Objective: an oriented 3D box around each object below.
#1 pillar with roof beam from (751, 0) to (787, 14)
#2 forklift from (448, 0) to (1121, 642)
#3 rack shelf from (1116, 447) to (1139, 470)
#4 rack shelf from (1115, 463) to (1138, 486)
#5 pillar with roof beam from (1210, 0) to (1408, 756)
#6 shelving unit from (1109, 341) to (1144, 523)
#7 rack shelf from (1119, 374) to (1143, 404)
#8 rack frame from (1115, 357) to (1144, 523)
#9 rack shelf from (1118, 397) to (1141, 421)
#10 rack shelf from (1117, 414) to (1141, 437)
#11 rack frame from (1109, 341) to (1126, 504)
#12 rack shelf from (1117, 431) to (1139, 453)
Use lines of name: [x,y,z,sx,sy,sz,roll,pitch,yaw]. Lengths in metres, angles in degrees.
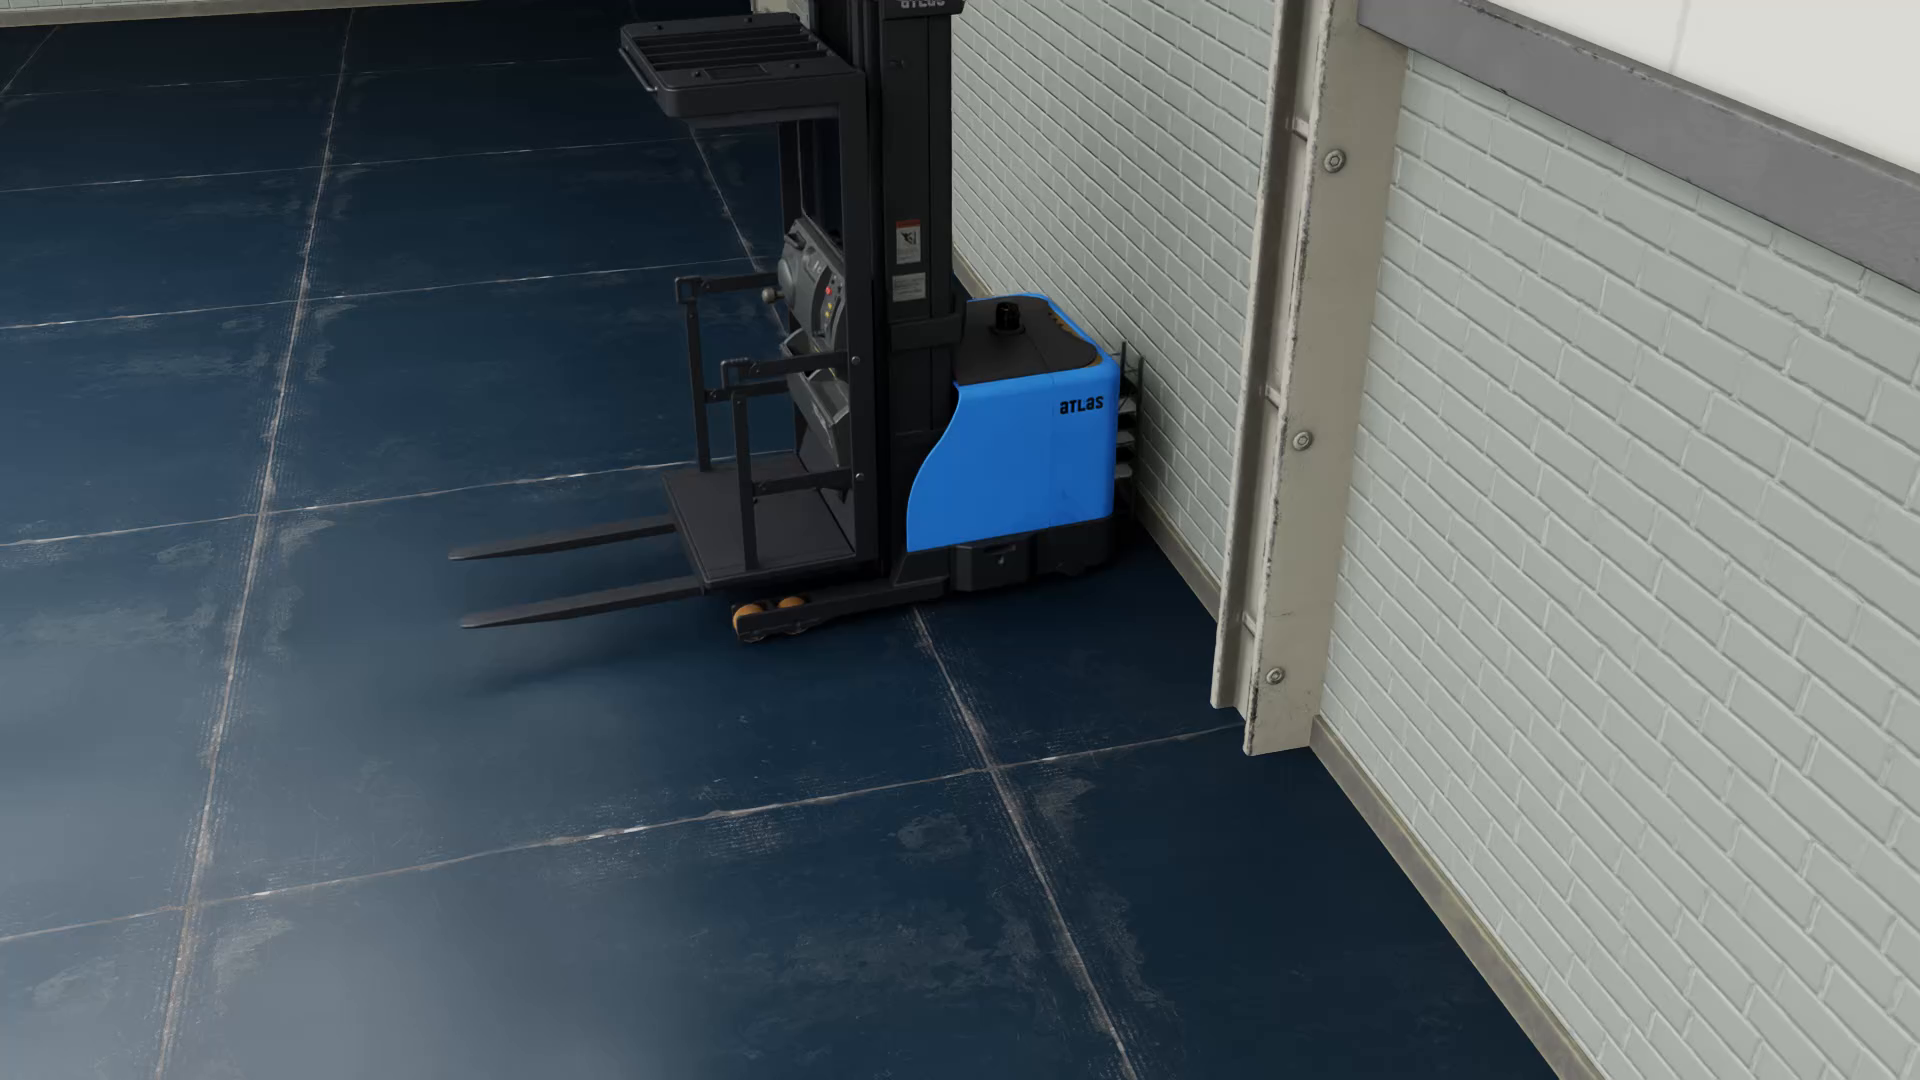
pillar with roof beam: [-6.074,-8.358,13.707,9.100,9.000,0.400,-8,31,-13]
forklift: [-0.833,-1.109,7.240,3.031,2.935,1.130,-10,32,-17]
rack shelf: [0.731,-0.407,8.300,0.258,0.077,0.200,-10,31,-17]
rack shelf: [0.731,-0.329,8.345,0.258,0.077,0.200,-10,31,-17]
pillar with roof beam: [-2.889,-2.562,3.694,9.100,9.000,0.400,-8,31,-13]
shelving unit: [0.731,-0.514,8.239,0.258,0.900,0.210,-10,31,-17]
rack shelf: [0.732,-0.719,8.120,0.258,0.077,0.200,-10,31,-17]
rack frame: [0.765,-0.466,8.156,0.240,0.900,0.006,-10,31,-17]
rack shelf: [0.731,-0.641,8.165,0.258,0.077,0.200,-10,31,-17]
rack shelf: [0.731,-0.563,8.210,0.258,0.077,0.200,-10,31,-17]
rack frame: [0.698,-0.562,8.322,0.240,0.900,0.006,-10,31,-17]
rack shelf: [0.731,-0.485,8.255,0.258,0.077,0.200,-10,31,-17]
